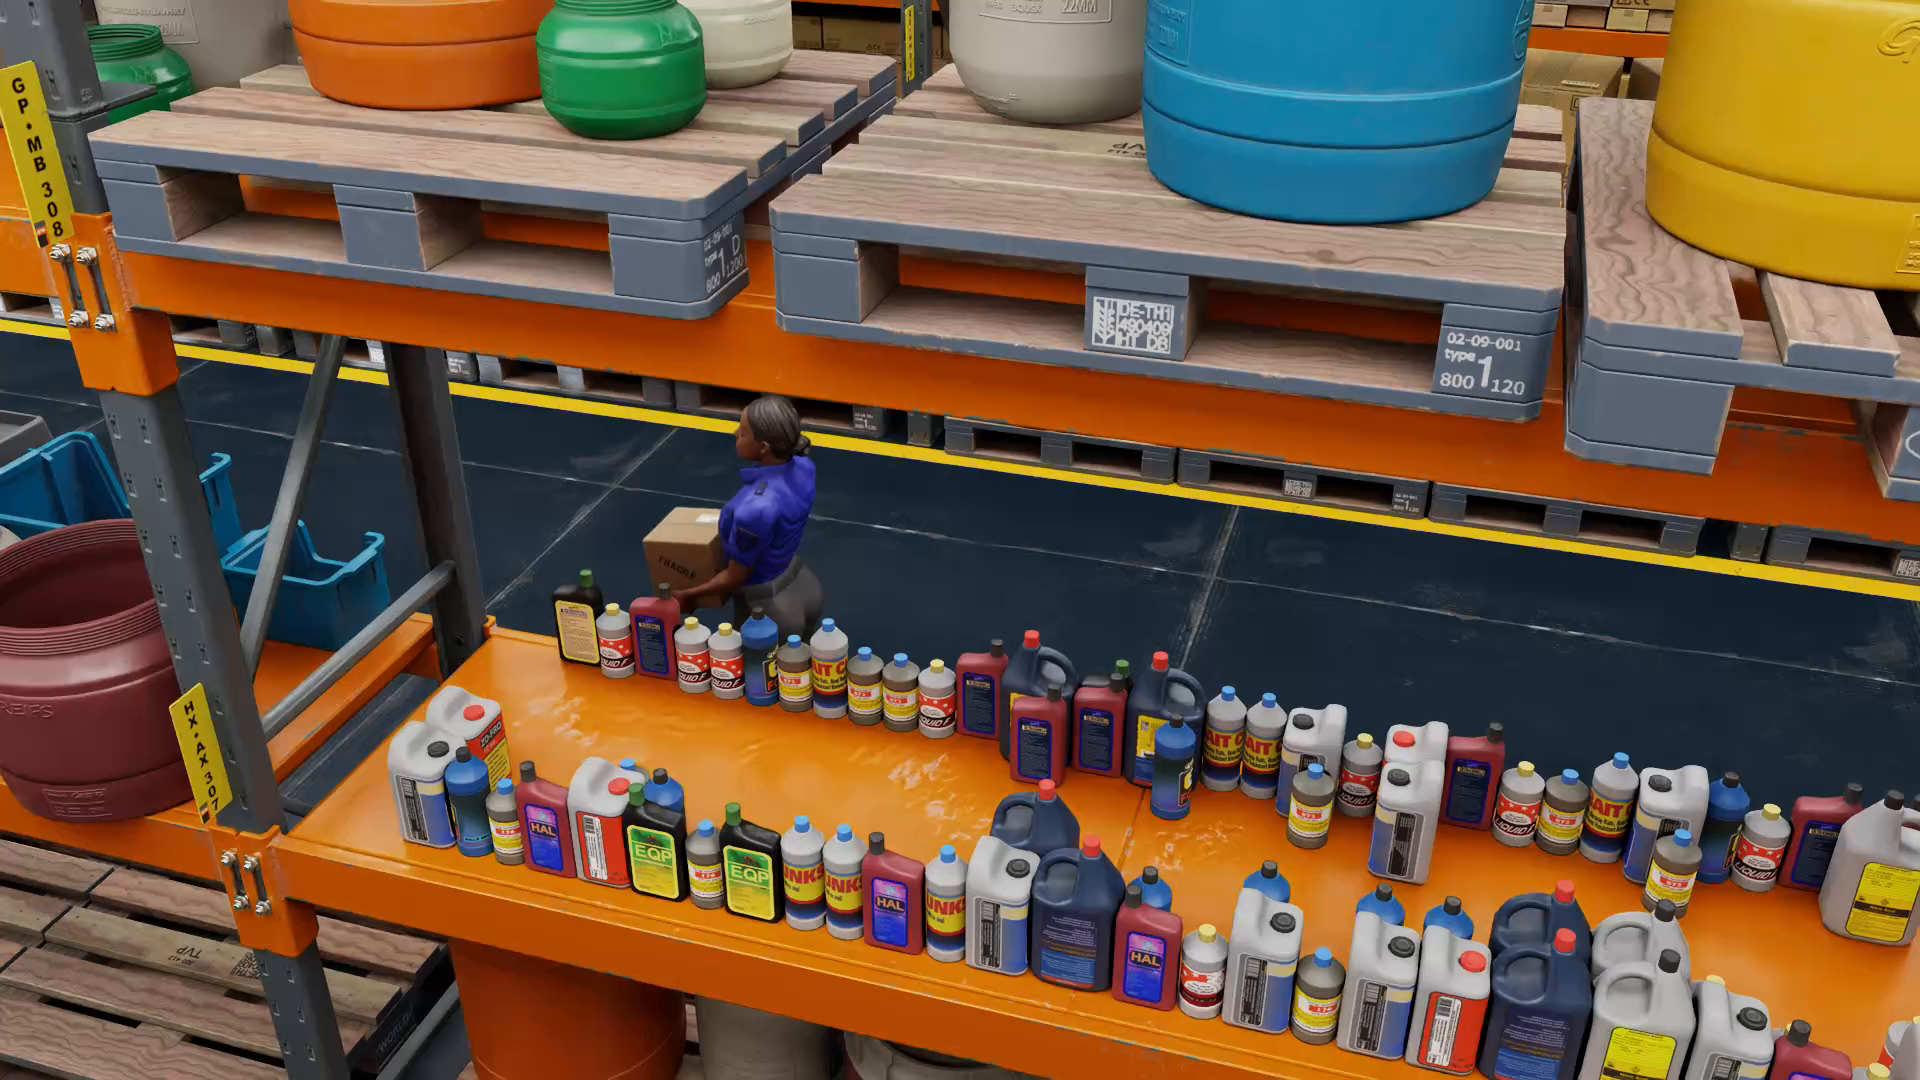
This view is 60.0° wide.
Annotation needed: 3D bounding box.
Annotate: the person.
[{"bbox_3d":[-0.721,0.238,5.720,0.512,1.650,0.451,9,31,16],"label":"person"}]
